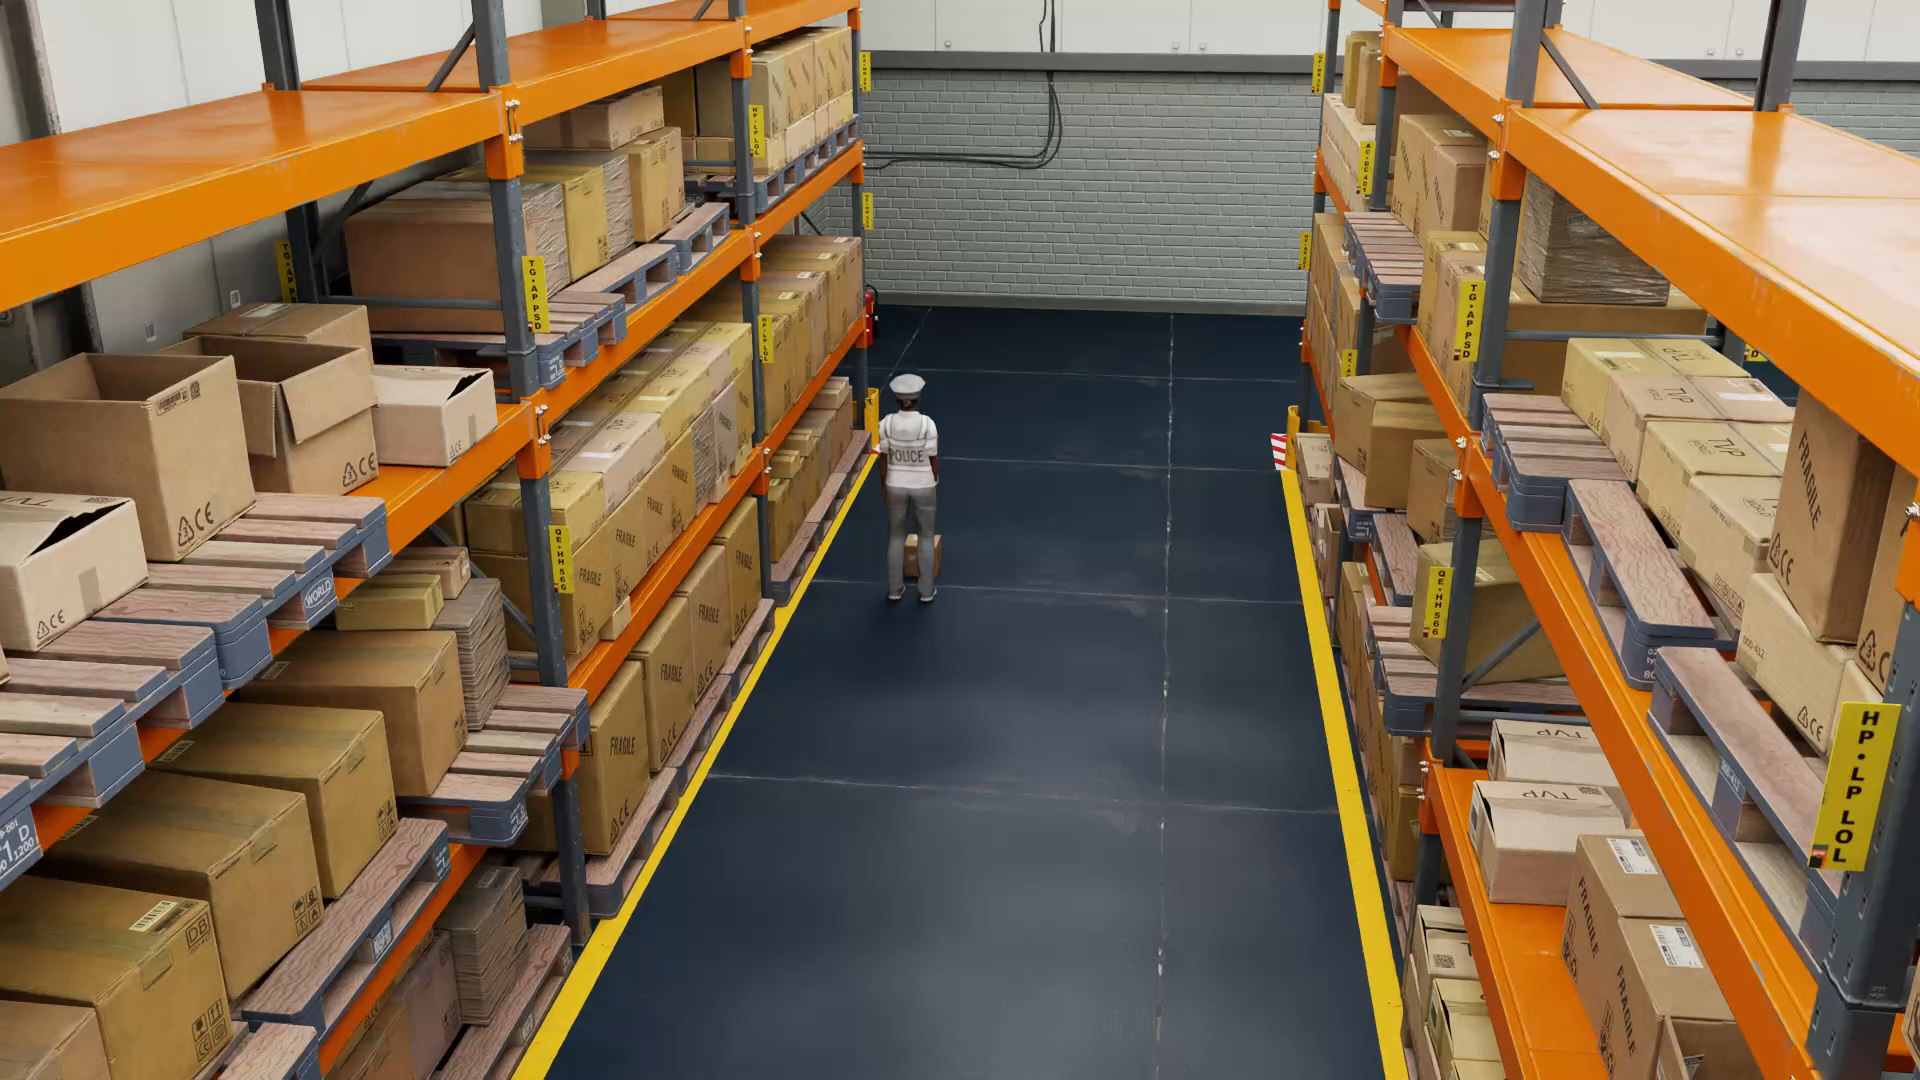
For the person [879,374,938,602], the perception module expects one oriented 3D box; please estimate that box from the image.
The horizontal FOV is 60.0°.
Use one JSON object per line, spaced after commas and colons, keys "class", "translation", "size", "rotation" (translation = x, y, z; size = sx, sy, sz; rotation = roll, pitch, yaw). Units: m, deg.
{"class": "person", "translation": [-0.365, -0.368, 12.012], "size": [0.436, 1.678, 0.339], "rotation": [3, 22, 8]}
